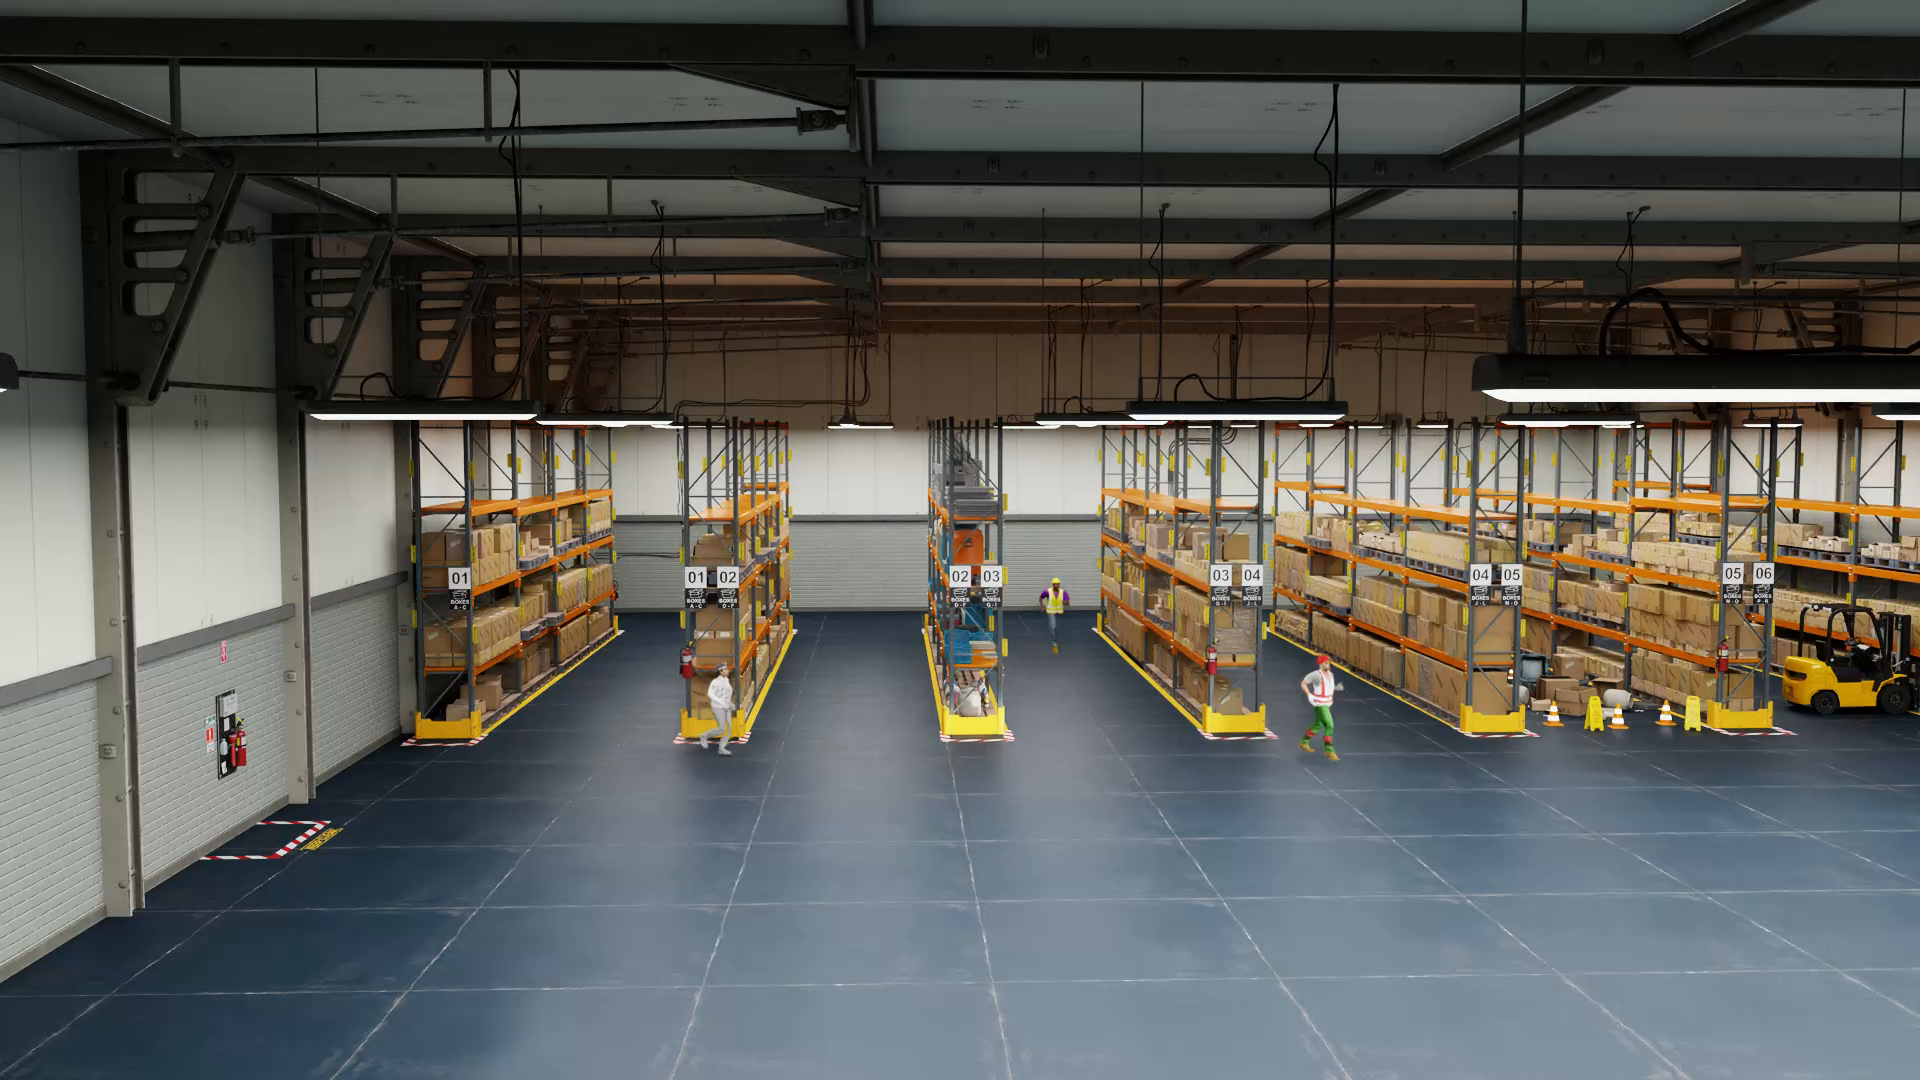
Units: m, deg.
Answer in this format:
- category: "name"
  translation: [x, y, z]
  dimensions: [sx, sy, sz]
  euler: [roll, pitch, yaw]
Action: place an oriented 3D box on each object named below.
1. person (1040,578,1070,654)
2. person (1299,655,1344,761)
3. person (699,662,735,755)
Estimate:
- category: "person"
  translation: [2.364, 1.860, 41.175]
  dimensions: [0.675, 1.850, 0.828]
  euler: [-1, 4, -15]
- category: "person"
  translation: [6.353, 2.925, 29.206]
  dimensions: [0.845, 1.839, 0.623]
  euler: [3, 5, 42]
- category: "person"
  translation: [-4.286, 2.976, 29.585]
  dimensions: [0.620, 1.638, 0.655]
  euler: [2, 4, 24]
